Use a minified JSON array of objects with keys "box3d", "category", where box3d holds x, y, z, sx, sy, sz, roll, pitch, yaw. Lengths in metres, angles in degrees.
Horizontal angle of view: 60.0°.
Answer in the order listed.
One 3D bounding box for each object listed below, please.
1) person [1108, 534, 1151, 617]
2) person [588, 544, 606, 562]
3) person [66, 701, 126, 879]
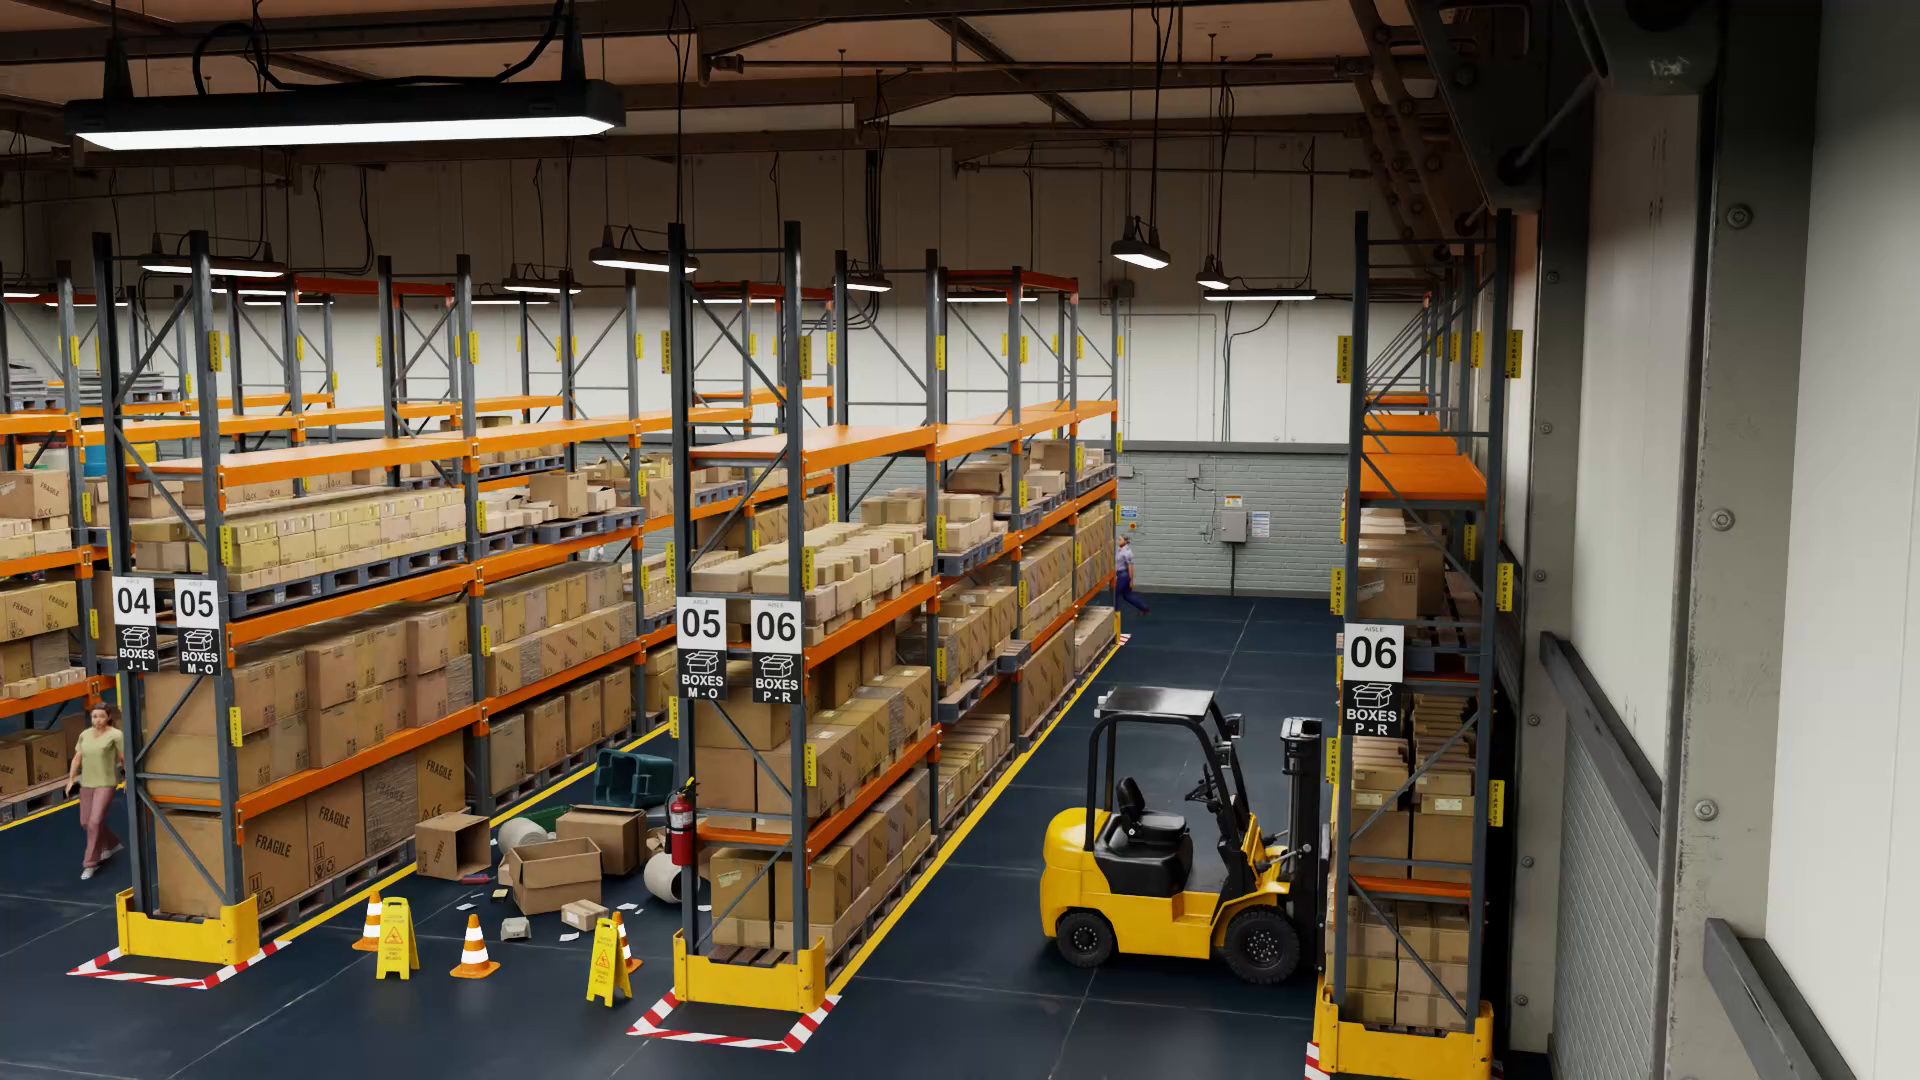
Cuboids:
[{"box3d":[3.008,0.773,30.209,0.956,1.403,0.456,0,7,4],"category":"person"},{"box3d":[-7.377,0.136,34.072,0.875,1.772,0.607,-2,7,-17],"category":"person"},{"box3d":[-8.369,2.406,16.178,0.524,1.690,0.687,0,7,0],"category":"person"}]
